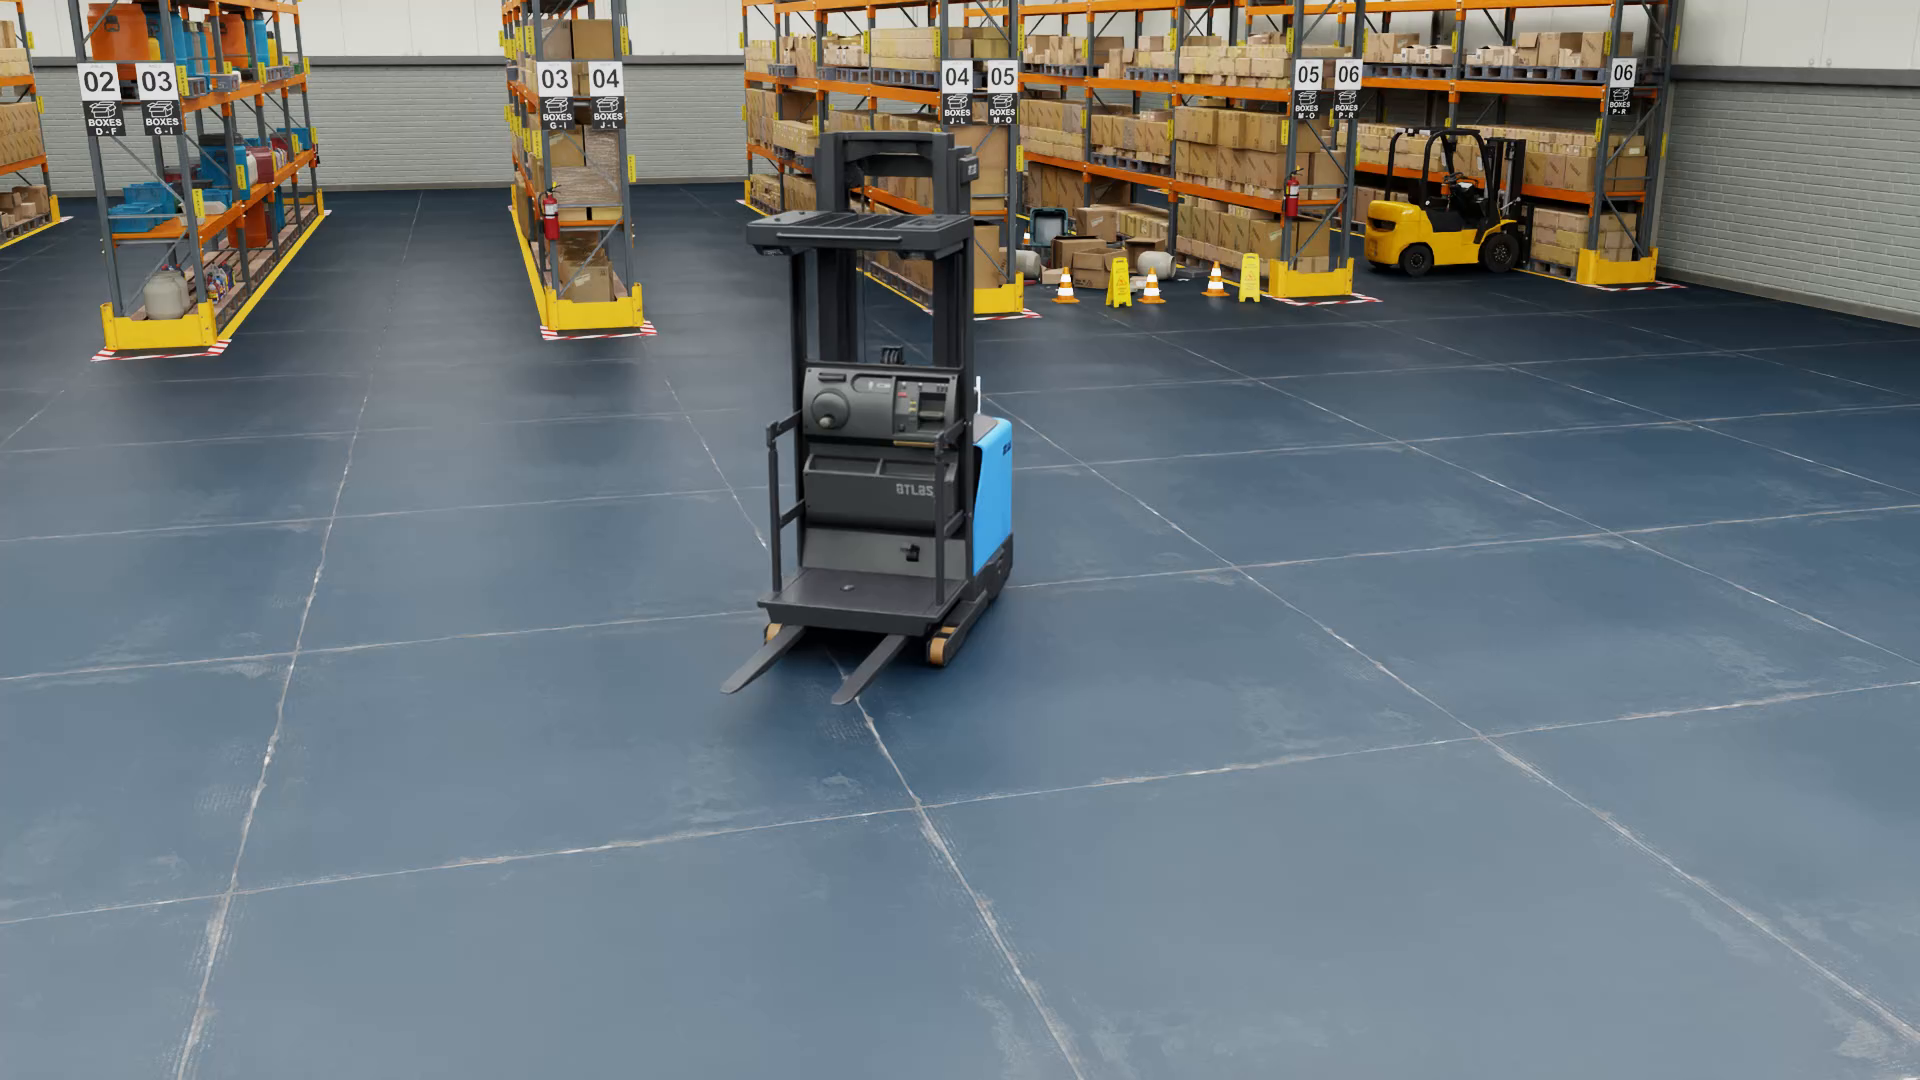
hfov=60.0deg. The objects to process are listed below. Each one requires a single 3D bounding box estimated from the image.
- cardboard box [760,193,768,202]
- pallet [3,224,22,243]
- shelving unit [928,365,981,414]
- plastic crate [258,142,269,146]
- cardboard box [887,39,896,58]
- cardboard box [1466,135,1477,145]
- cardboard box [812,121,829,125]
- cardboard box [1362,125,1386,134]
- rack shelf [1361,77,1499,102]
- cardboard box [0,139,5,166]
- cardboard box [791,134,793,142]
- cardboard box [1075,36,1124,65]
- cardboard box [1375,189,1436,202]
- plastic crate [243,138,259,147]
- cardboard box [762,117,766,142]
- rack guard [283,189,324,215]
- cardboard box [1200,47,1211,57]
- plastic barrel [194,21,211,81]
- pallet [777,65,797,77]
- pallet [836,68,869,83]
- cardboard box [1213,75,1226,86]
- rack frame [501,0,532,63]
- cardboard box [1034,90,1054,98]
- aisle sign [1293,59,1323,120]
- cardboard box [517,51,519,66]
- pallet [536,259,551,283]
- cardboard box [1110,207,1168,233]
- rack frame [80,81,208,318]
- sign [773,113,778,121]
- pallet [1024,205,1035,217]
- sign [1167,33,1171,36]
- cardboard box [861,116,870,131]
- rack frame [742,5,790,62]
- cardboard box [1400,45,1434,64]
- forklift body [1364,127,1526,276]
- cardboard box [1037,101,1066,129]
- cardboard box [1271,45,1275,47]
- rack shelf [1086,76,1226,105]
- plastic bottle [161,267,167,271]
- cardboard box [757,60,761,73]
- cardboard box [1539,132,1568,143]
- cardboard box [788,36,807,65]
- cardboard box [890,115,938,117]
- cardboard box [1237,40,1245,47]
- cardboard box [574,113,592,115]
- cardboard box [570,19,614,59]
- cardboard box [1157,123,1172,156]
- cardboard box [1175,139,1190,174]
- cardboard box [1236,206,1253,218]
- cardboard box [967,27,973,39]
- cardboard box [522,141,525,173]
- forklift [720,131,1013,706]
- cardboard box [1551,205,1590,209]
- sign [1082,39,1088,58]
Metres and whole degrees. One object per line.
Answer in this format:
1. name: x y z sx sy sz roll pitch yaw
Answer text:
1. cardboard box: -3.987 -7.207 34.957 0.380 0.149 0.250 -6 18 -18
2. pallet: -17.571 -5.496 29.881 1.003 0.211 1.213 -5 17 -15
3. shelving unit: -0.045 -0.620 11.932 0.258 1.200 0.503 -5 17 -15
4. plastic crate: -13.524 -7.545 32.043 0.416 0.233 0.300 -5 17 -15
5. cardboard box: -0.718 -6.895 23.316 0.500 0.250 0.500 -5 17 -16
6. cardboard box: 8.548 -6.565 27.294 0.380 0.149 0.250 -4 17 -14
7. cardboard box: -2.619 -7.912 31.750 0.380 0.149 0.250 -5 18 -17
8. cardboard box: 7.600 -7.527 30.494 0.380 0.149 0.250 -4 17 -15
9. rack shelf: 8.091 -8.033 29.516 1.077 0.370 4.000 -5 17 -15
10. cardboard box: -17.262 -6.852 29.374 0.500 0.500 0.500 -4 17 -14
11. cardboard box: -2.892 -7.362 30.435 0.380 0.149 0.250 -4 17 -14
12. cardboard box: 2.521 -8.880 30.176 0.797 0.503 0.637 -6 18 -19
13. cardboard box: 8.072 -6.018 30.169 0.875 0.625 0.625 -5 18 -18
14. plastic crate: -13.076 -7.155 30.481 0.392 0.384 0.575 -5 17 -15
15. cardboard box: -3.743 -8.371 33.914 0.500 0.500 0.500 -5 17 -16
16. rack guard: -13.738 -6.947 34.209 1.175 0.500 0.348 -5 17 -15
17. cardboard box: 3.852 -7.361 25.080 0.380 0.149 0.250 -5 17 -16
18. plastic barrel: -11.129 -6.981 23.893 0.600 0.901 0.708 -5 17 -15
19. pallet: -2.706 -8.668 30.708 1.213 0.211 1.003 -5 17 -15
20. pallet: -1.424 -7.544 26.968 1.003 0.211 1.213 -4 17 -13
21. cardboard box: 3.989 -6.841 24.735 0.380 0.149 0.250 -5 17 -16
22. rack frame: -8.957 -11.403 34.271 1.000 3.000 0.127 -5 17 -15
23. cardboard box: 1.748 -9.222 34.398 0.380 0.149 0.250 -4 17 -14
24. aisle sign: 4.707 -6.093 22.502 0.394 0.787 0.004 -5 17 -15
25. cardboard box: -6.741 -7.750 26.281 0.500 0.500 0.500 -5 17 -15
26. pallet: -5.875 -4.090 25.202 1.003 0.211 1.213 -5 17 -15
27. cardboard box: 3.126 -5.682 29.493 0.950 0.372 0.625 -5 17 -16
28. rack frame: -9.322 -3.712 19.097 1.000 3.000 0.127 -5 17 -15
29. sign: -3.581 -8.157 32.389 0.100 0.325 0.005 -5 17 -15
30. pallet: 1.955 -6.664 33.770 1.003 0.211 1.213 -5 17 -15
31. sign: 4.821 -11.519 38.352 0.100 0.325 0.005 -5 17 -15
32. cardboard box: -1.148 -6.380 26.067 0.700 0.500 0.500 -5 17 -16
33. rack frame: -4.160 -11.767 35.484 1.000 3.000 0.127 -5 17 -15
34. cardboard box: 7.997 -8.424 28.818 0.500 0.311 0.500 -5 18 -17
35. forklift body: 7.465 -5.255 25.707 2.313 2.155 1.214 -5 17 -15
36. cardboard box: 1.817 -8.312 32.496 0.500 0.500 0.500 -5 17 -17
37. cardboard box: 6.496 -9.914 33.544 0.380 0.149 0.250 -4 17 -14
38. rack shelf: 3.320 -7.639 28.206 1.077 0.370 4.000 -5 17 -15
39. plastic bottle: -10.547 -3.453 22.072 0.144 0.351 0.185 -5 18 -18
40. cardboard box: -3.857 -9.683 34.021 0.500 0.250 0.500 -5 17 -16
41. cardboard box: 9.068 -6.138 25.355 0.380 0.149 0.250 -4 17 -14
42. cardboard box: -2.763 -9.037 30.699 0.797 0.503 0.637 -5 17 -16
43. cardboard box: -0.531 -5.916 24.295 0.875 0.550 0.550 -5 17 -15
44. cardboard box: 6.072 -10.468 35.246 0.500 0.250 0.500 -5 17 -15
45. cardboard box: -5.271 -5.777 23.541 0.500 0.500 0.500 -5 17 -15
46. cardboard box: -4.708 -6.402 21.278 0.500 0.500 0.500 -5 17 -15
47. cardboard box: 3.522 -6.495 26.940 0.500 0.500 0.500 -5 17 -16
48. cardboard box: 3.722 -6.041 26.157 0.500 0.500 0.500 -5 17 -15
49. cardboard box: 4.266 -4.809 24.365 0.380 0.149 0.250 -4 17 -14
50. cardboard box: 0.313 -6.673 21.886 0.380 0.149 0.250 -5 17 -16
51. cardboard box: -7.132 -6.482 28.142 0.500 0.500 0.500 -4 17 -14
52. forklift: -0.523 -0.802 9.528 1.130 2.935 3.031 4 17 14
53. cardboard box: 9.522 -5.069 25.925 0.500 0.250 0.500 -5 17 -16
54. sign: 2.234 -8.781 29.720 0.100 0.325 0.005 -5 17 -15
